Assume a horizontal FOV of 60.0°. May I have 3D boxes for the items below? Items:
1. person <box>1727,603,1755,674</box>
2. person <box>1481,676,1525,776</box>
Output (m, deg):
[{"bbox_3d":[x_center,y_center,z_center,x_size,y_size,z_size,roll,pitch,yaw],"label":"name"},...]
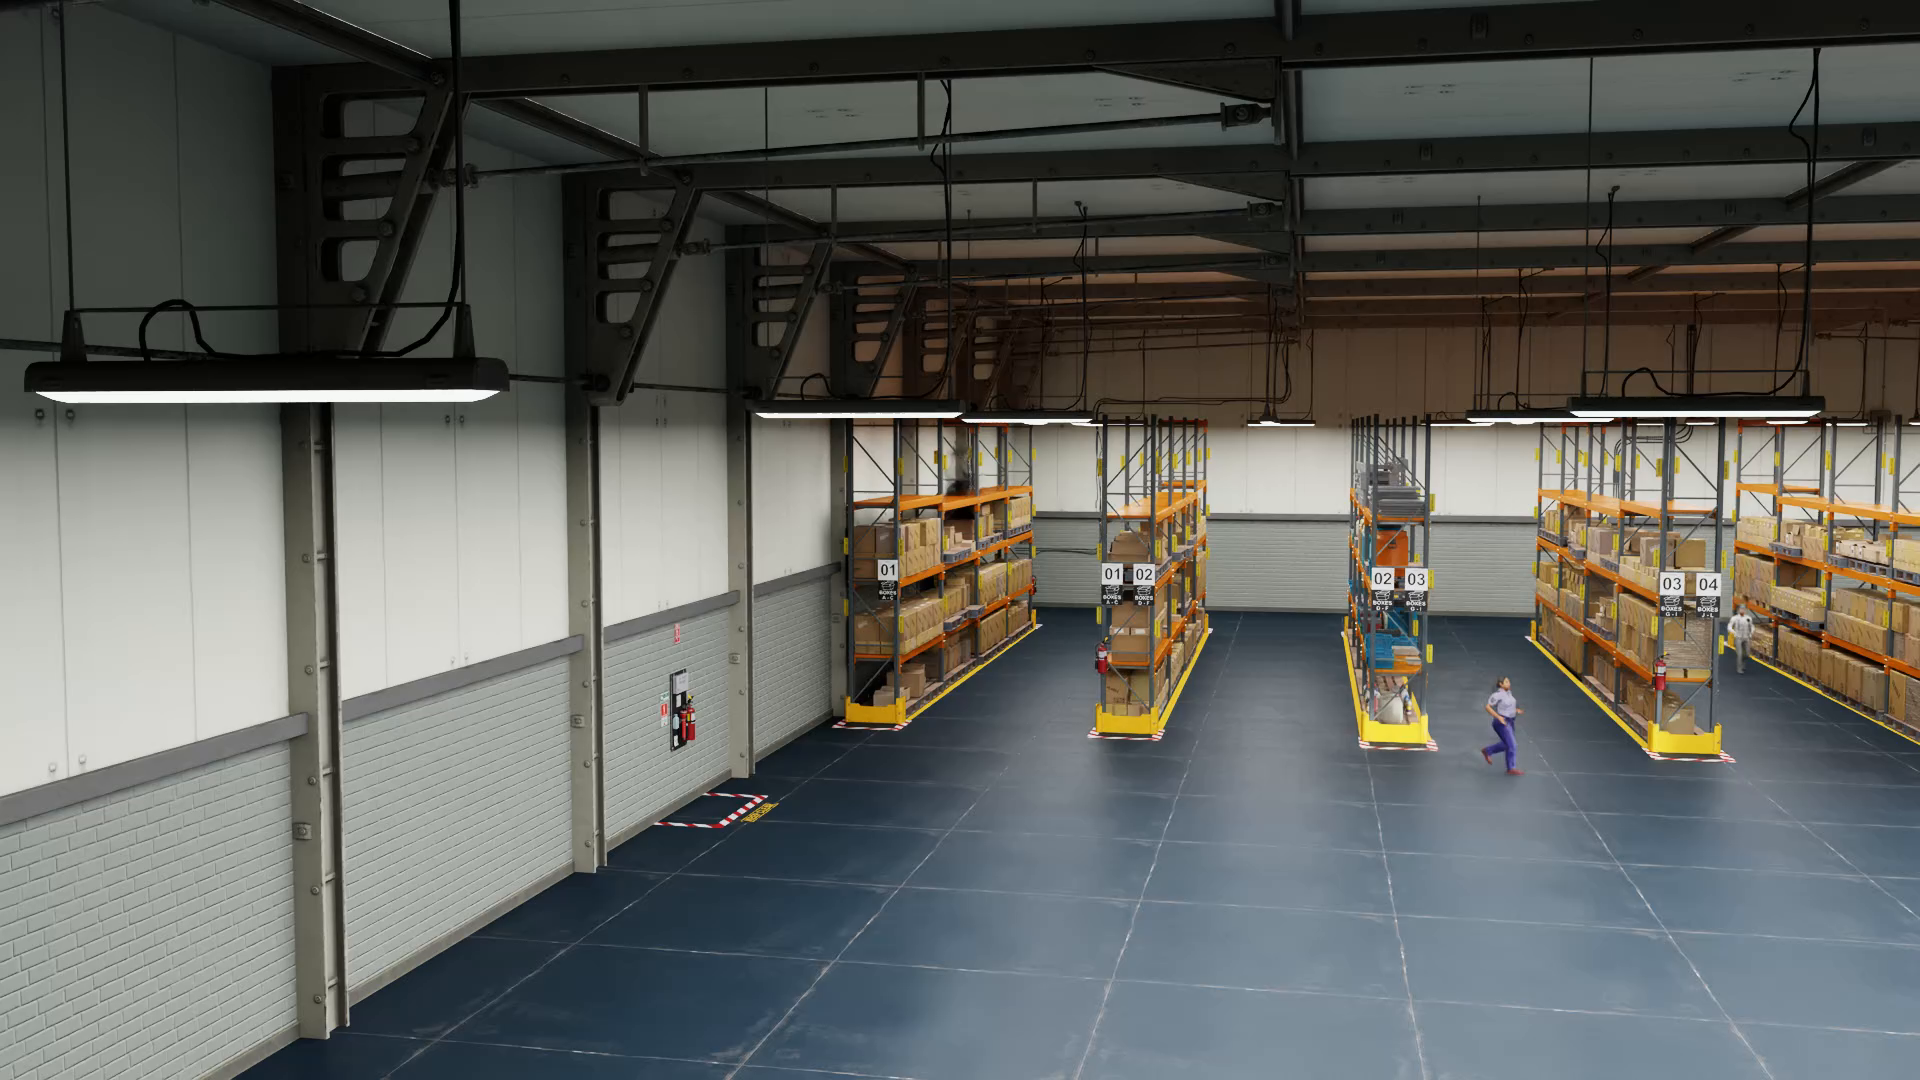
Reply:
[{"bbox_3d":[18.320,2.305,38.977,0.612,1.642,0.553,1,4,11],"label":"person"},{"bbox_3d":[9.043,3.069,27.696,0.804,1.613,0.620,4,5,43],"label":"person"}]
